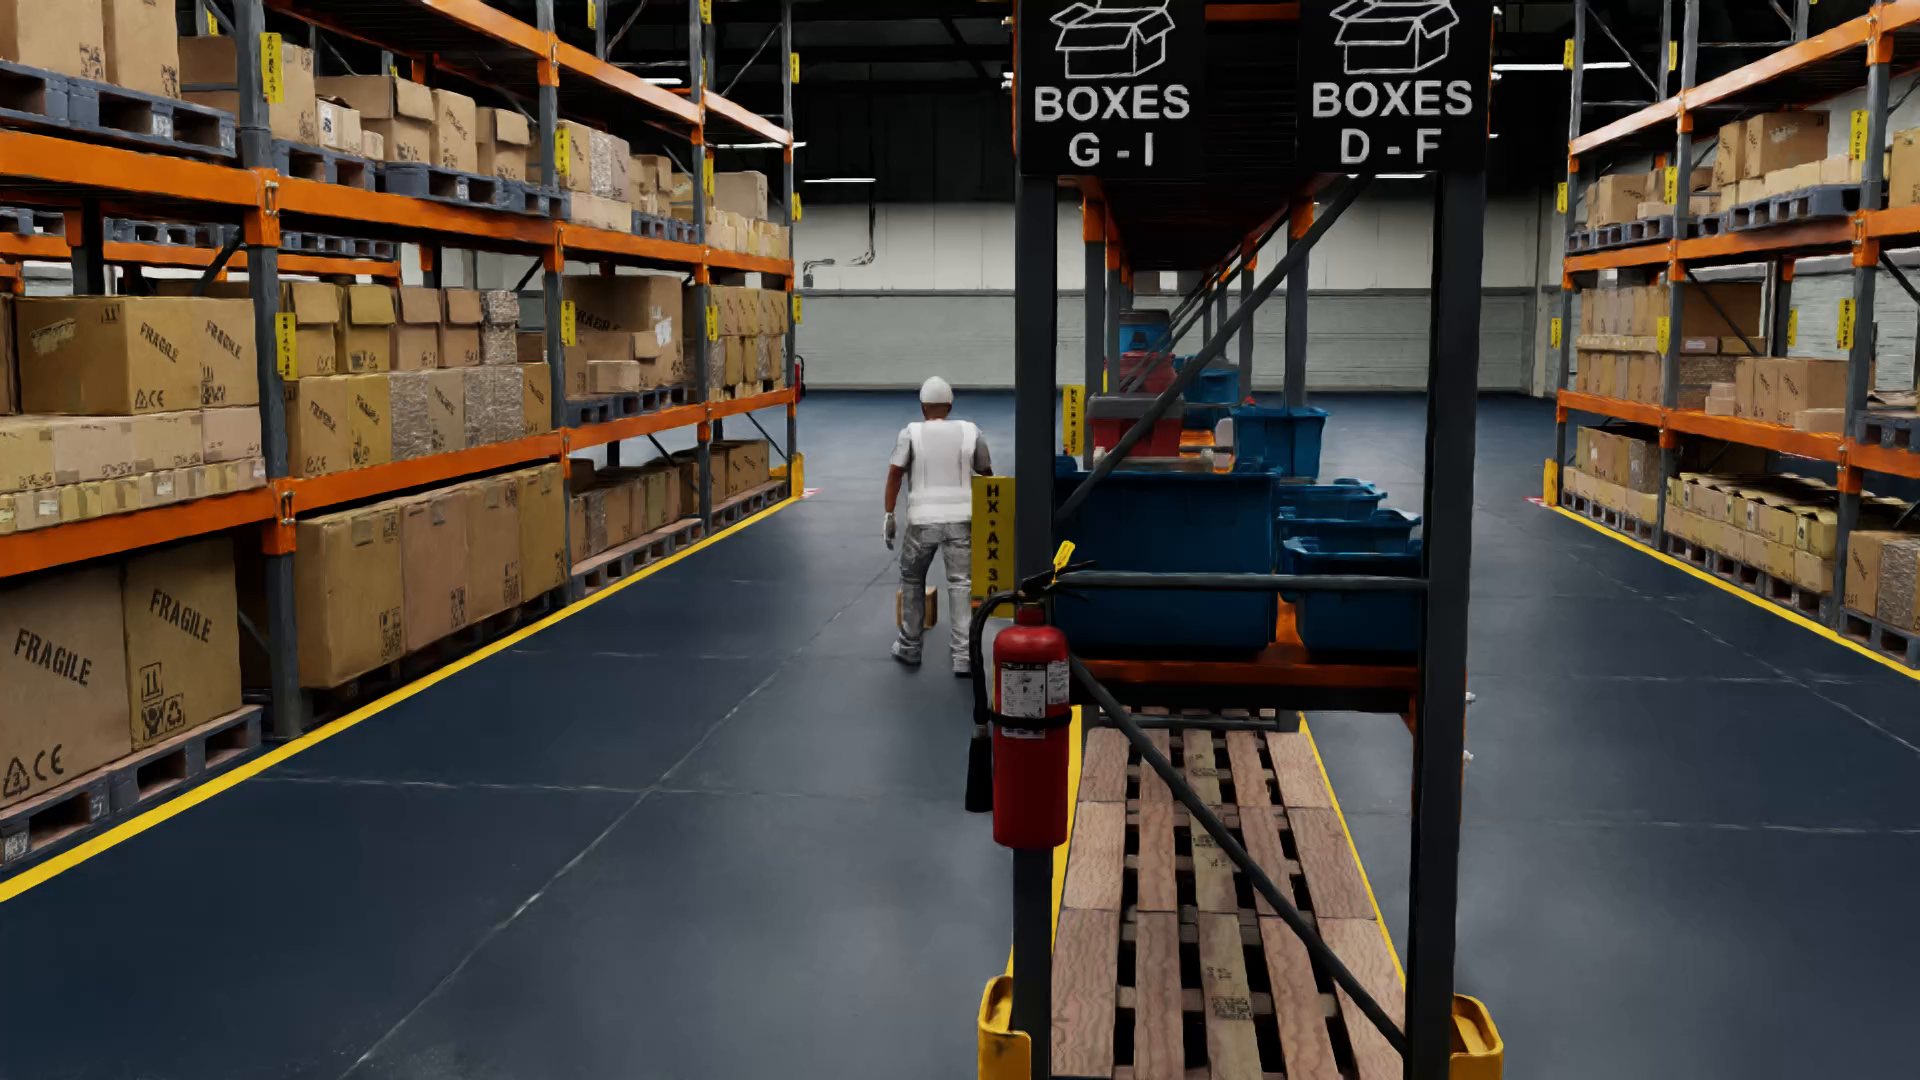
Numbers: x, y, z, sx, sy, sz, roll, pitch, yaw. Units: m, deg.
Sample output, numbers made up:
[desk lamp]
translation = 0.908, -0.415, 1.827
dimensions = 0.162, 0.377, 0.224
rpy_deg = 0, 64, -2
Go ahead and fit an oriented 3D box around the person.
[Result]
[person]
translation = -0.138, -0.128, 10.039
dimensions = 0.681, 1.698, 0.702
rpy_deg = -1, 8, -8
